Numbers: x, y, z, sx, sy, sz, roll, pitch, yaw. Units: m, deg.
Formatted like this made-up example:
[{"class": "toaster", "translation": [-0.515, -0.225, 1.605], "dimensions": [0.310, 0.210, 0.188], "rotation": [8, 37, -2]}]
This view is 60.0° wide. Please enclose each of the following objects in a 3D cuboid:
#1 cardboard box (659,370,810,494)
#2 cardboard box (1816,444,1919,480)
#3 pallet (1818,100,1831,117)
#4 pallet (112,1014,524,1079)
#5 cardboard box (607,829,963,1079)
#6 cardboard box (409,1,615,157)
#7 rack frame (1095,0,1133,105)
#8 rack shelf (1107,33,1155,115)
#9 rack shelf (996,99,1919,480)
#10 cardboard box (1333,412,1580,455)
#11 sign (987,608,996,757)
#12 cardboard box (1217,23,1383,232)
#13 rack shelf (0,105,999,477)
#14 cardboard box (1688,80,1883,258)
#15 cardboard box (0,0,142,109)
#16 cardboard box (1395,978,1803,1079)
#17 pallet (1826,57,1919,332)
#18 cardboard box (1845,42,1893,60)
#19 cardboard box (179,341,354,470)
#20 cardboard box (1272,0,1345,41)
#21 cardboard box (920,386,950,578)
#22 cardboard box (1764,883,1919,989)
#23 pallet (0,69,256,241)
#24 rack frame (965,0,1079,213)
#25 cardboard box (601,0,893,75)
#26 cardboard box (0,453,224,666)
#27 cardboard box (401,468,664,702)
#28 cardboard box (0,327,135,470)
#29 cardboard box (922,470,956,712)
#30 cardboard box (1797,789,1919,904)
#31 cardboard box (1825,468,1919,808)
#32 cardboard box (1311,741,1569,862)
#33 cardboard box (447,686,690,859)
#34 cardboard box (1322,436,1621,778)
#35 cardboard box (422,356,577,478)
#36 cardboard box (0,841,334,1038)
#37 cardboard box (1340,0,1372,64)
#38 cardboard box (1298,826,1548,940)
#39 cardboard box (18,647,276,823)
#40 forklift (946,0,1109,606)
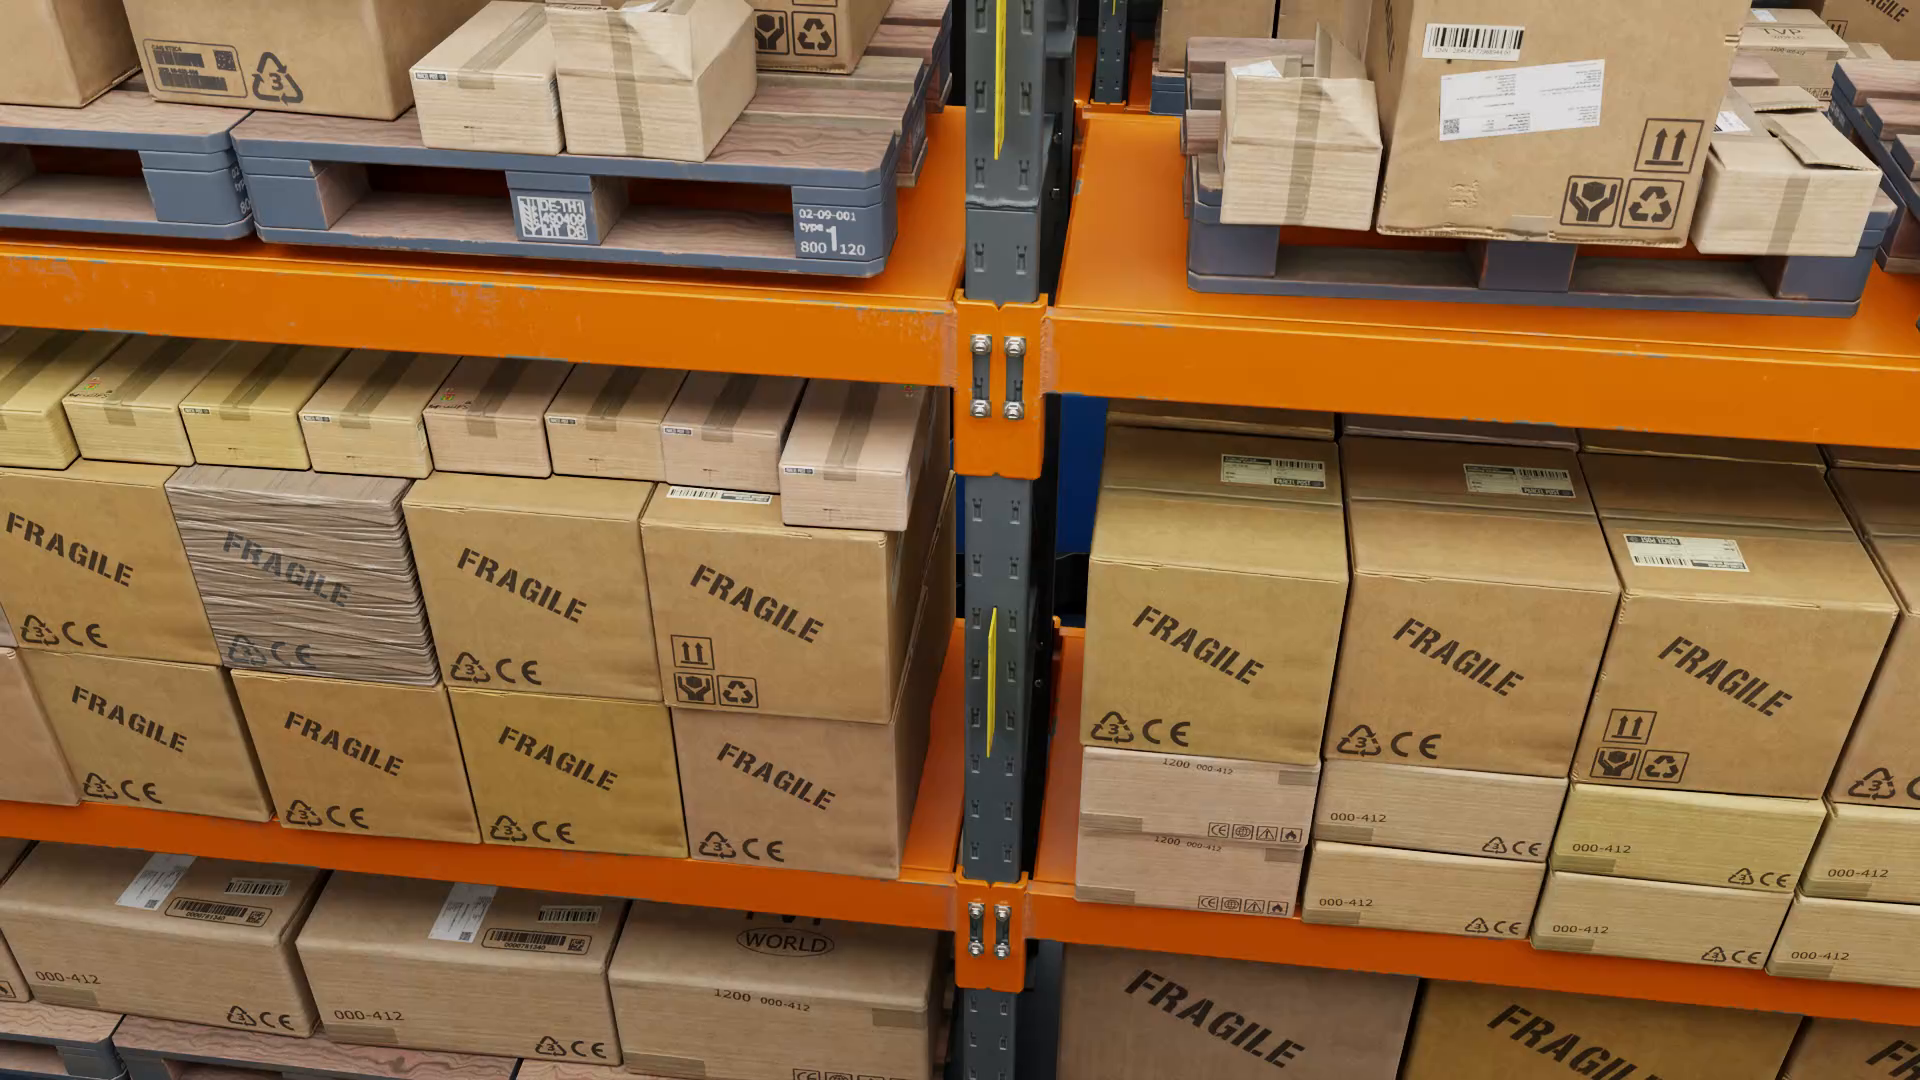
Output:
[{"class": "cardboard box", "translation": [-0.459, -0.271, 3.543], "dimensions": [0.250, 0.149, 0.380], "rotation": [5, 36, 7]}, {"class": "cardboard box", "translation": [2.140, -0.085, 3.840], "dimensions": [0.500, 0.500, 0.500], "rotation": [5, 36, 7]}, {"class": "pallet", "translation": [4.049, -2.134, 7.823], "dimensions": [1.003, 0.211, 1.213], "rotation": [4, 36, 6]}, {"class": "pallet", "translation": [-1.823, 1.307, 5.238], "dimensions": [1.213, 0.211, 1.003], "rotation": [4, 36, 6]}, {"class": "cardboard box", "translation": [-0.474, 1.125, 4.935], "dimensions": [0.875, 0.438, 0.875], "rotation": [4, 36, 5]}, {"class": "cardboard box", "translation": [-0.802, -0.851, 3.047], "dimensions": [0.250, 0.149, 0.380], "rotation": [5, 36, 7]}, {"class": "rack frame", "translation": [0.763, -2.499, 8.169], "dimensions": [0.127, 3.000, 1.000], "rotation": [4, 36, 6]}, {"class": "rack shelf", "translation": [2.747, -2.058, 8.170], "dimensions": [4.000, 0.370, 1.077], "rotation": [4, 36, 6]}, {"class": "rack shelf", "translation": [2.118, -0.418, 3.291], "dimensions": [4.000, 0.370, 1.077], "rotation": [4, 36, 6]}, {"class": "cardboard box", "translation": [1.124, -0.164, 3.950], "dimensions": [0.500, 0.500, 0.500], "rotation": [5, 36, 7]}, {"class": "sign", "translation": [0.066, 0.297, 3.438], "dimensions": [0.005, 0.325, 0.100], "rotation": [4, 36, 6]}, {"class": "cardboard box", "translation": [0.586, -0.737, 2.872], "dimensions": [0.258, 0.266, 0.396], "rotation": [4, 36, 6]}, {"class": "rack shelf", "translation": [-1.849, -0.714, 3.706], "dimensions": [4.000, 0.370, 1.077], "rotation": [4, 36, 6]}, {"class": "cardboard box", "translation": [1.345, -0.640, 2.822], "dimensions": [0.250, 0.166, 0.380], "rotation": [2, 36, 3]}, {"class": "cardboard box", "translation": [-1.852, -1.172, 3.194], "dimensions": [0.500, 0.500, 0.500], "rotation": [5, 36, 7]}, {"class": "cardboard box", "translation": [1.657, 1.118, 4.569], "dimensions": [0.875, 0.875, 0.875], "rotation": [5, 36, 7]}, {"class": "pallet", "translation": [2.347, -0.584, 3.067], "dimensions": [1.213, 0.211, 1.003], "rotation": [6, 36, 8]}, {"class": "cardboard box", "translation": [4.030, -2.099, 7.463], "dimensions": [0.250, 0.149, 0.380], "rotation": [5, 36, 7]}, {"class": "cardboard box", "translation": [-1.471, -0.320, 3.612], "dimensions": [0.250, 0.149, 0.380], "rotation": [4, 36, 5]}, {"class": "cardboard box", "translation": [1.728, -2.507, 7.733], "dimensions": [0.500, 0.500, 0.700], "rotation": [5, 36, 6]}, {"class": "cardboard box", "translation": [-0.307, -0.261, 4.086], "dimensions": [0.500, 0.500, 0.500], "rotation": [4, 36, 6]}, {"class": "cardboard box", "translation": [2.052, 0.734, 3.768], "dimensions": [0.500, 0.250, 0.500], "rotation": [4, 36, 5]}, {"class": "pallet", "translation": [-1.882, -0.981, 3.537], "dimensions": [1.213, 0.211, 1.003], "rotation": [4, 36, 6]}, {"class": "rack frame", "translation": [0.135, -2.080, 2.418], "dimensions": [0.127, 3.000, 1.000], "rotation": [4, 36, 6]}, {"class": "cardboard box", "translation": [-0.422, -1.276, 3.340], "dimensions": [0.500, 0.500, 0.500], "rotation": [5, 36, 7]}, {"class": "cardboard box", "translation": [-1.873, -0.078, 3.831], "dimensions": [0.500, 0.500, 0.500], "rotation": [4, 36, 6]}, {"class": "cardboard box", "translation": [-0.871, -0.004, 3.727], "dimensions": [0.500, 0.500, 0.500], "rotation": [4, 36, 5]}, {"class": "cardboard box", "translation": [-1.983, -0.321, 3.613], "dimensions": [0.250, 0.149, 0.380], "rotation": [3, 36, 5]}, {"class": "cardboard box", "translation": [-0.297, 0.135, 4.392], "dimensions": [0.500, 0.500, 0.500], "rotation": [5, 36, 7]}, {"class": "cardboard box", "translation": [2.055, 0.526, 3.630], "dimensions": [0.500, 0.250, 0.500], "rotation": [3, 36, 5]}, {"class": "cardboard box", "translation": [2.053, 0.207, 3.431], "dimensions": [0.500, 0.500, 0.500], "rotation": [4, 36, 5]}, {"class": "cardboard box", "translation": [1.056, 0.437, 3.755], "dimensions": [0.500, 0.250, 0.500], "rotation": [5, 36, 7]}, {"class": "cardboard box", "translation": [-0.869, 0.399, 4.023], "dimensions": [0.500, 0.500, 0.500], "rotation": [3, 36, 5]}, {"class": "cardboard box", "translation": [1.043, 0.134, 3.533], "dimensions": [0.500, 0.500, 0.500], "rotation": [4, 36, 6]}, {"class": "cardboard box", "translation": [-0.958, -0.304, 3.589], "dimensions": [0.250, 0.149, 0.380], "rotation": [4, 36, 6]}, {"class": "cardboard box", "translation": [-2.257, 0.992, 5.122], "dimensions": [0.875, 0.438, 0.875], "rotation": [5, 36, 7]}, {"class": "cardboard box", "translation": [1.036, -1.050, 3.272], "dimensions": [0.500, 0.311, 0.500], "rotation": [4, 36, 6]}, {"class": "cardboard box", "translation": [1.051, 0.645, 3.893], "dimensions": [0.500, 0.250, 0.500], "rotation": [3, 36, 5]}, {"class": "cardboard box", "translation": [-1.887, 0.323, 4.129], "dimensions": [0.500, 0.500, 0.500], "rotation": [5, 36, 8]}, {"class": "forklift", "translation": [-0.625, -1.196, 6.403], "dimensions": [3.031, 2.935, 1.130], "rotation": [0, 36, 0]}]
